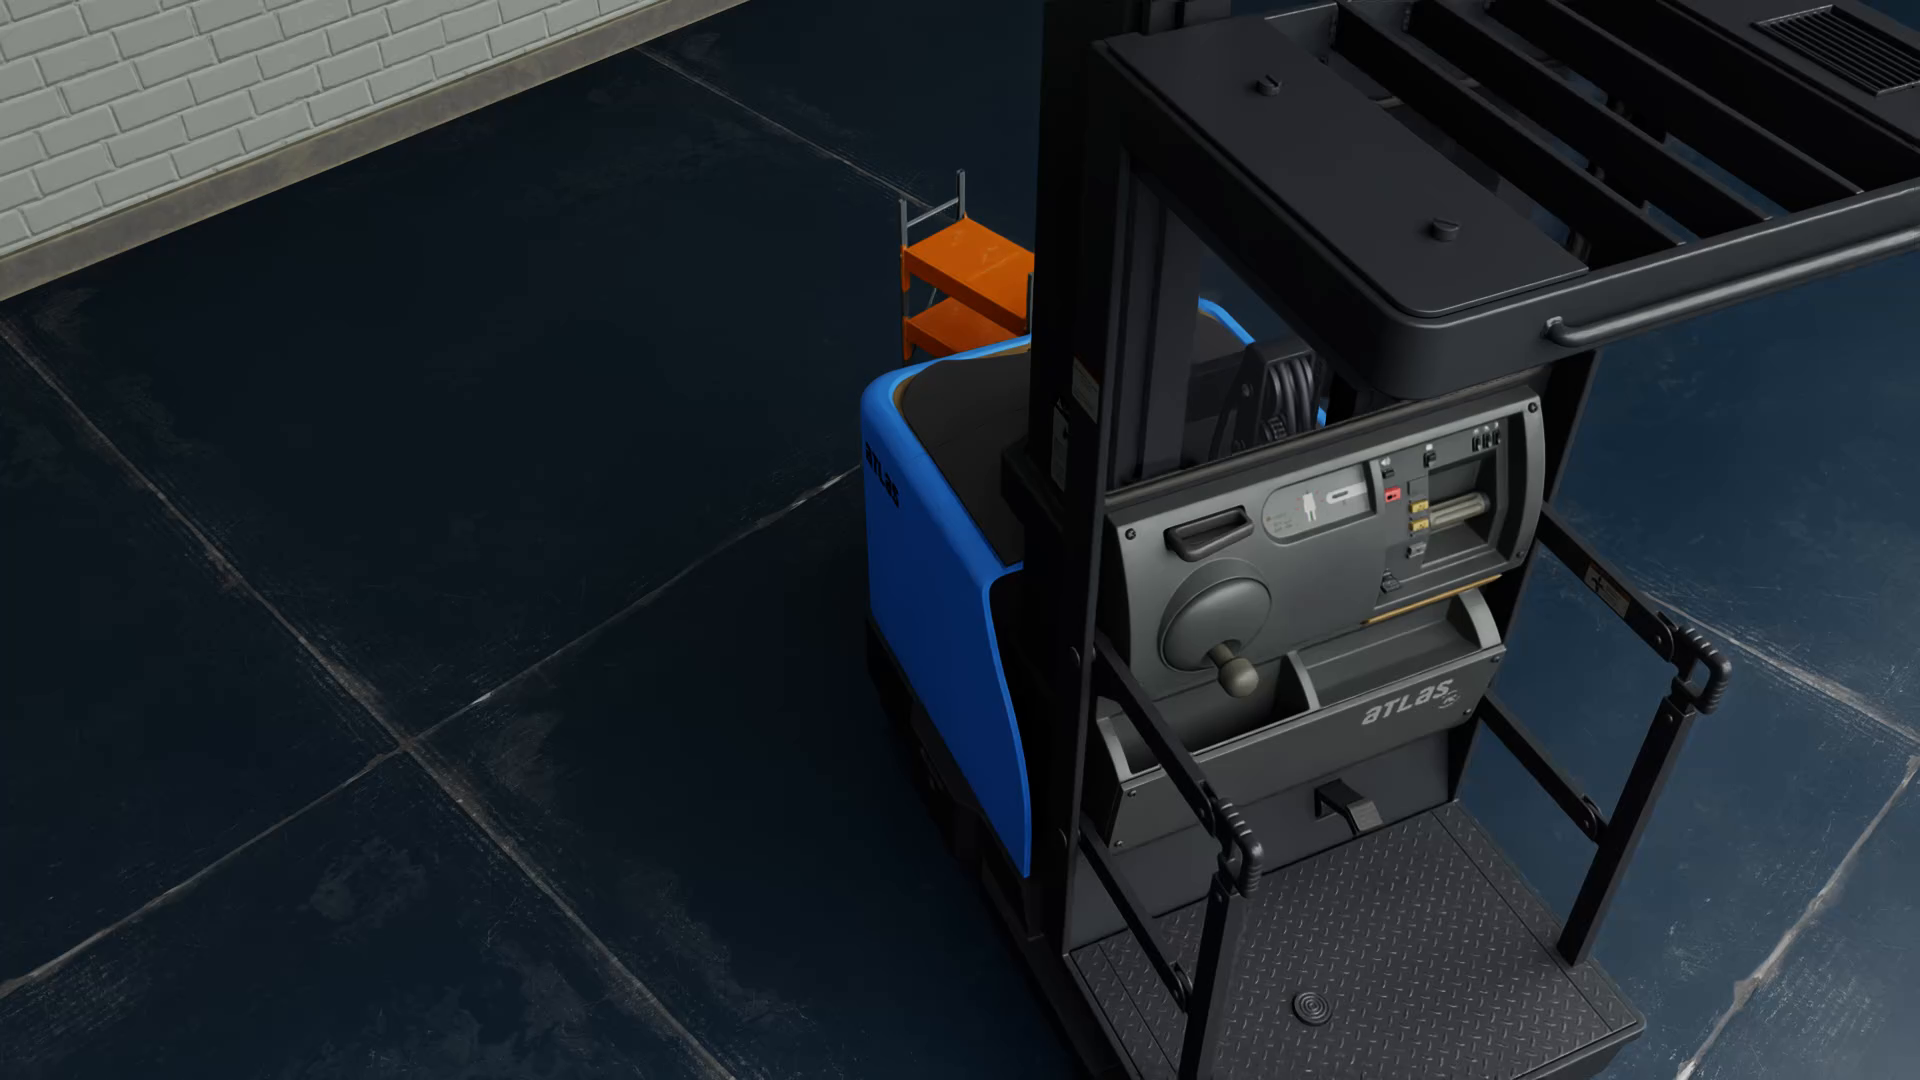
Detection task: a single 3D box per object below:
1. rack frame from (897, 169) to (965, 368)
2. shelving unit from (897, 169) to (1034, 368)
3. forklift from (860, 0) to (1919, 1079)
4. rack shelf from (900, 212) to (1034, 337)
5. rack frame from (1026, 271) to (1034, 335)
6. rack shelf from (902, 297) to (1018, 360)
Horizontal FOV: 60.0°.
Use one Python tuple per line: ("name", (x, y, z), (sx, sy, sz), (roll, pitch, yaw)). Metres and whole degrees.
("rack frame", (-0.077, -0.523, 4.932), (0.240, 1.200, 0.015), (-33, 52, -31))
("shelving unit", (0.092, -0.405, 4.804), (0.258, 1.200, 0.503), (-33, 52, -31))
("forklift", (0.803, 0.090, 2.993), (1.130, 2.935, 3.031), (-17, 45, -18))
("rack shelf", (0.092, -0.693, 4.537), (0.258, 0.148, 0.480), (-33, 52, -31))
("rack frame", (0.262, -0.286, 4.675), (0.240, 1.200, 0.015), (-33, 52, -31))
("rack shelf", (0.092, -0.519, 4.698), (0.258, 0.148, 0.480), (-33, 52, -31))
